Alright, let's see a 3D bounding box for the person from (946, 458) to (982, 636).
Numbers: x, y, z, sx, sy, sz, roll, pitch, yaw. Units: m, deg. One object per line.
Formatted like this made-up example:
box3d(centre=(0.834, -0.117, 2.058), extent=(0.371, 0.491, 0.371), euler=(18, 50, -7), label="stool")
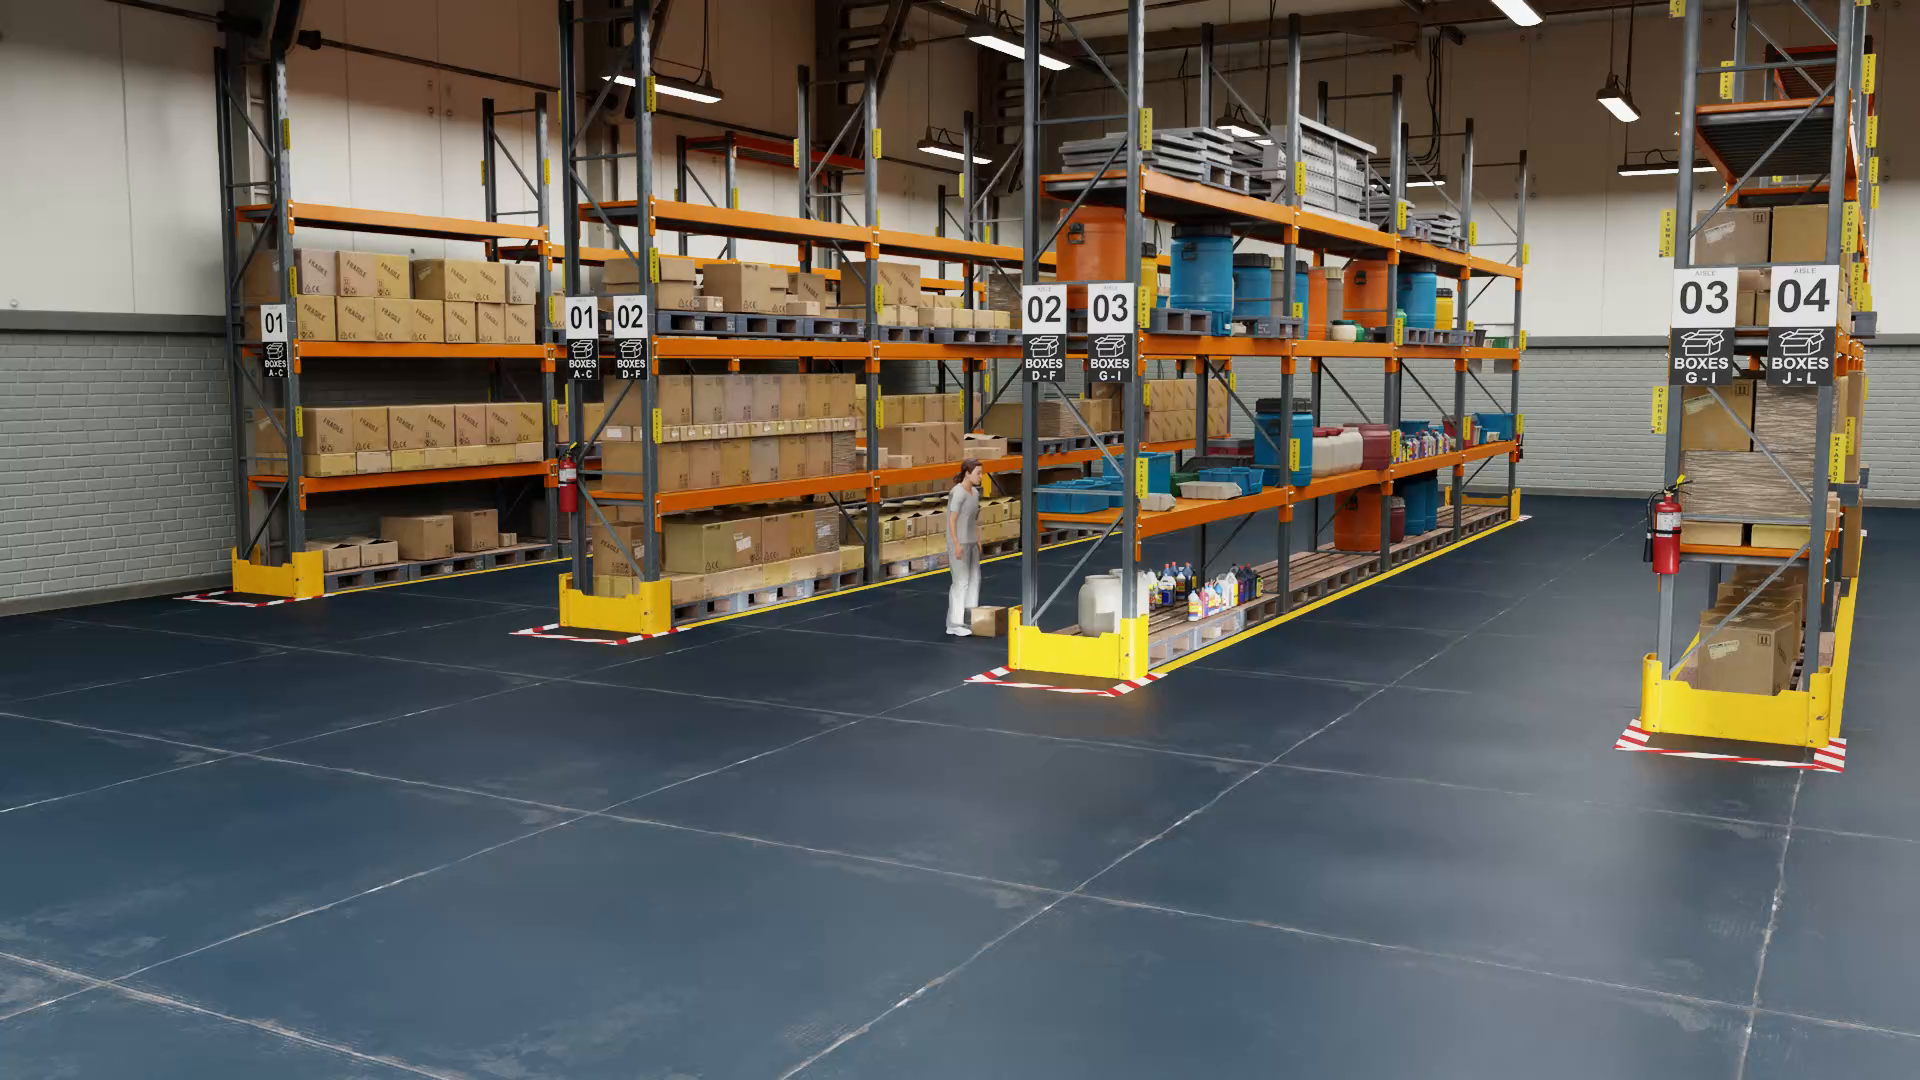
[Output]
box3d(centre=(0.054, 0.052, 15.841), extent=(0.353, 1.673, 0.492), euler=(3, 7, 28), label="person")
